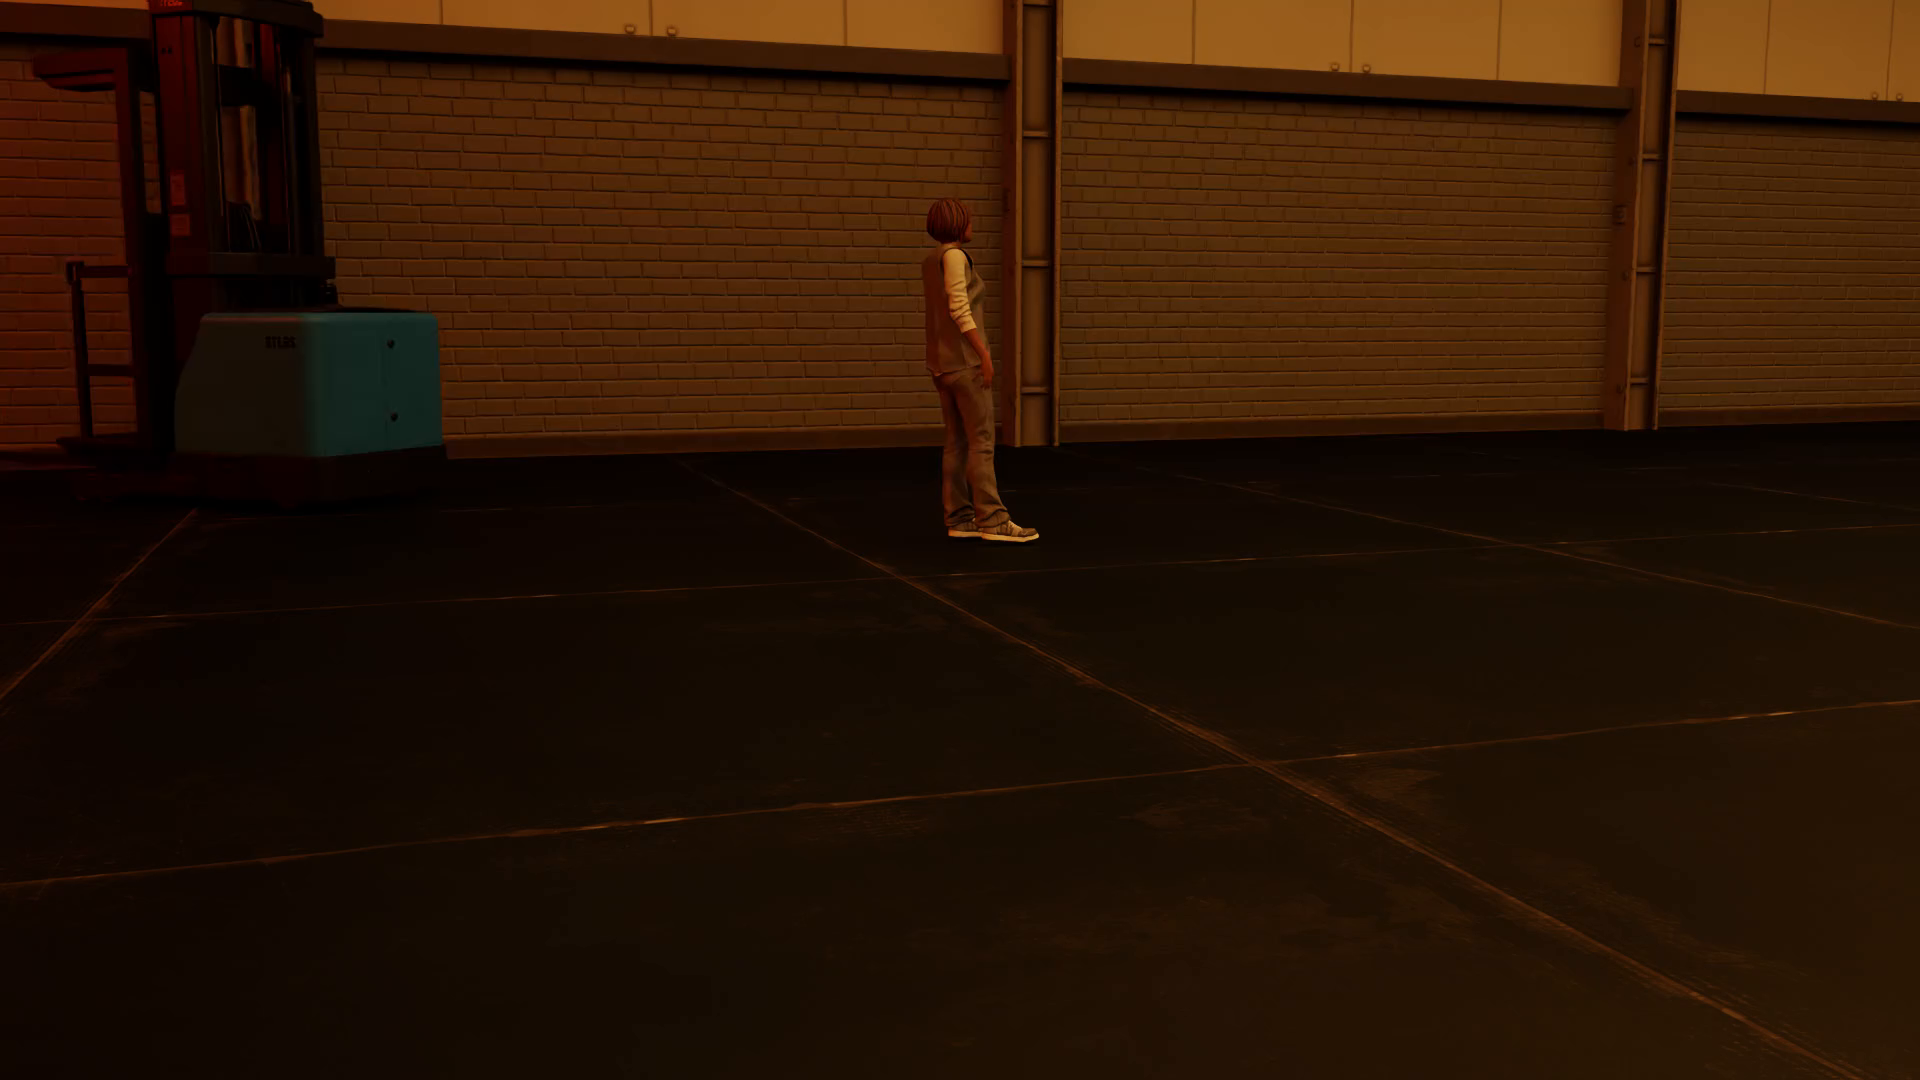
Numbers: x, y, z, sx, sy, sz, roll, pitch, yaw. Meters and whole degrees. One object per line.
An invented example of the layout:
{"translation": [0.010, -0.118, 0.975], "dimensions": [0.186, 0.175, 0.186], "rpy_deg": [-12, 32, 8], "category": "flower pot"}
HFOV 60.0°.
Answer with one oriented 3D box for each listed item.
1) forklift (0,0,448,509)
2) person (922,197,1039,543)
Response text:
{"translation": [-4.557, -1.724, 9.723], "dimensions": [3.031, 2.935, 1.130], "rpy_deg": [3, 8, 24], "category": "forklift"}
{"translation": [0.075, -0.800, 7.826], "dimensions": [0.473, 1.599, 0.521], "rpy_deg": [-3, 8, -18], "category": "person"}
